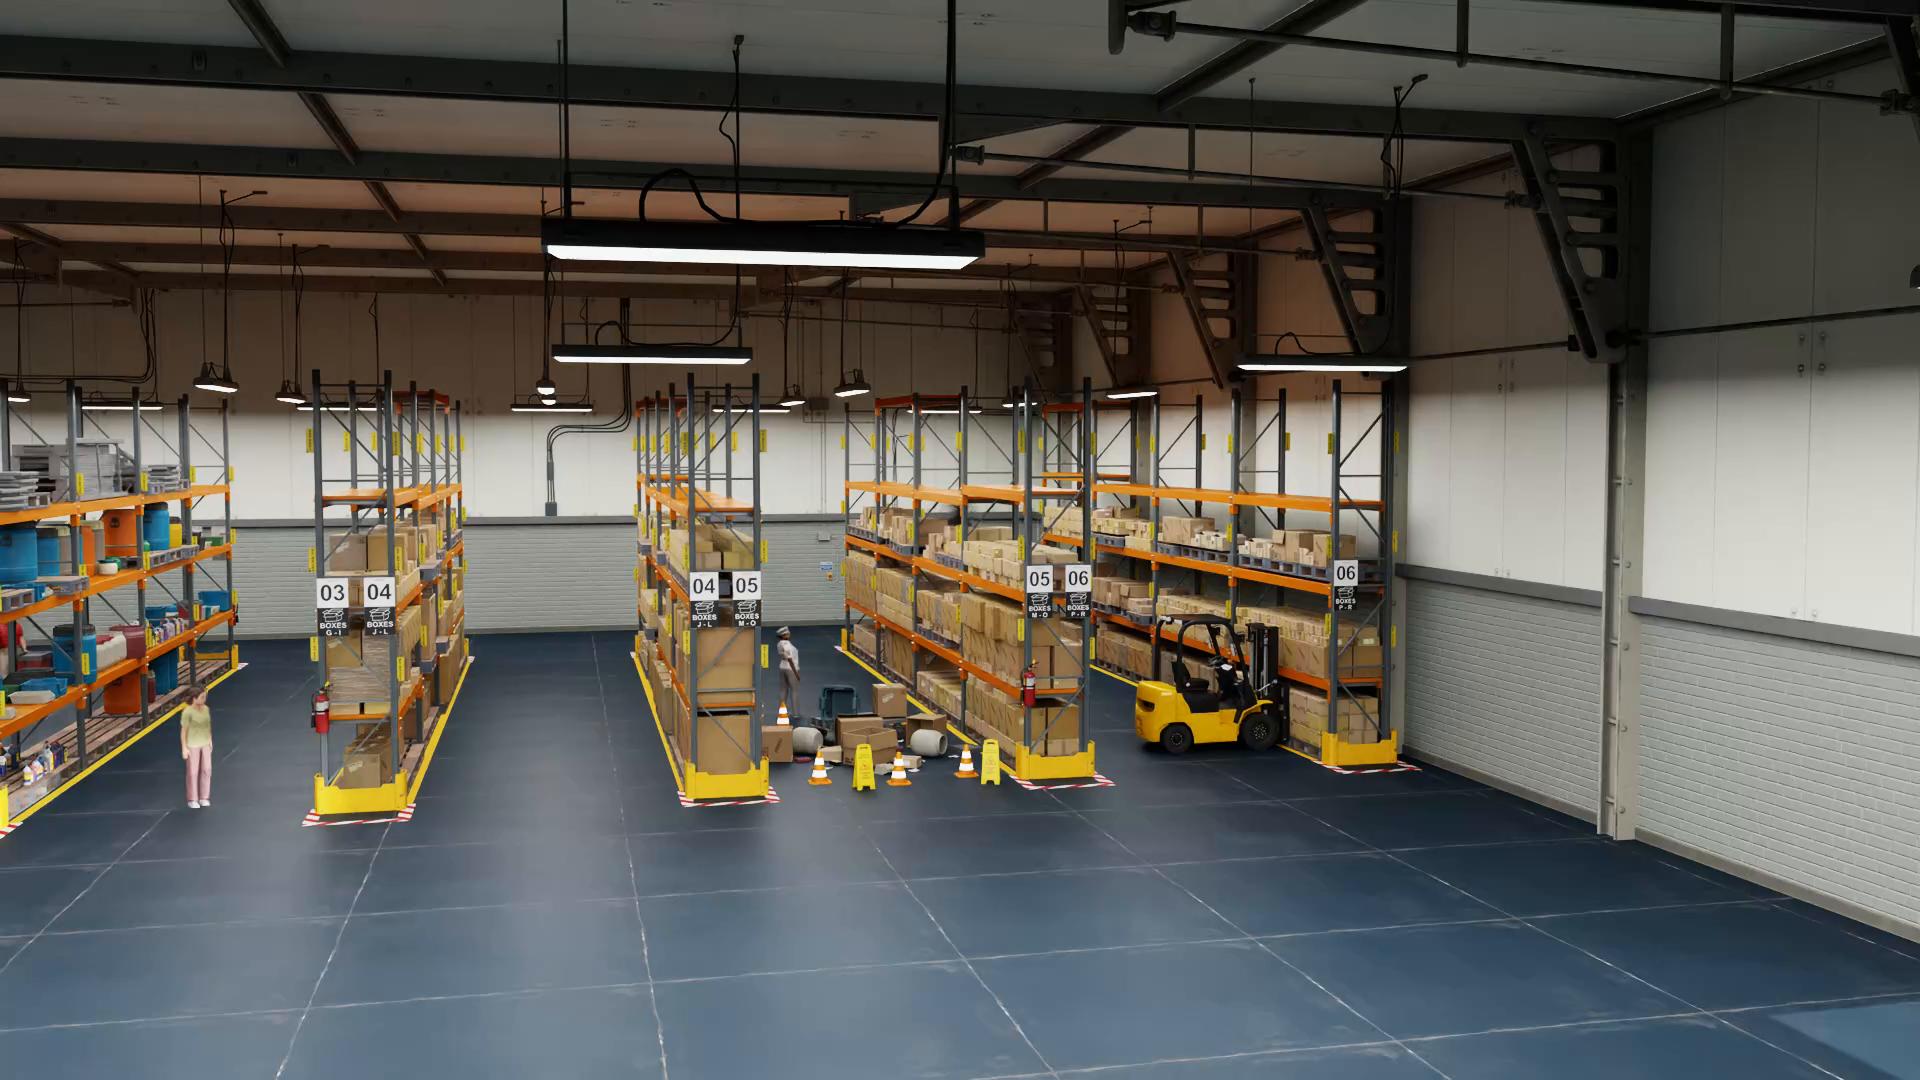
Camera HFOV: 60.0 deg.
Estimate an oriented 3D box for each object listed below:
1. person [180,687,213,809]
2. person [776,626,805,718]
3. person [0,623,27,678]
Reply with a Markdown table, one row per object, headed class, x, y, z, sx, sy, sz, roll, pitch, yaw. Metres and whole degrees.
| class | x | y | z | sx | sy | sz | roll | pitch | yaw |
| --- | --- | --- | --- | --- | --- | --- | --- | --- | --- |
| person | -10.511 | 2.849 | 22.899 | 0.360 | 1.683 | 0.486 | 2 | 4 | 27 |
| person | -3.111 | 2.412 | 30.386 | 0.471 | 1.674 | 0.526 | -3 | 4 | -41 |
| person | -18.894 | 2.248 | 33.083 | 0.677 | 1.678 | 1.034 | -1 | 3 | -15 |
